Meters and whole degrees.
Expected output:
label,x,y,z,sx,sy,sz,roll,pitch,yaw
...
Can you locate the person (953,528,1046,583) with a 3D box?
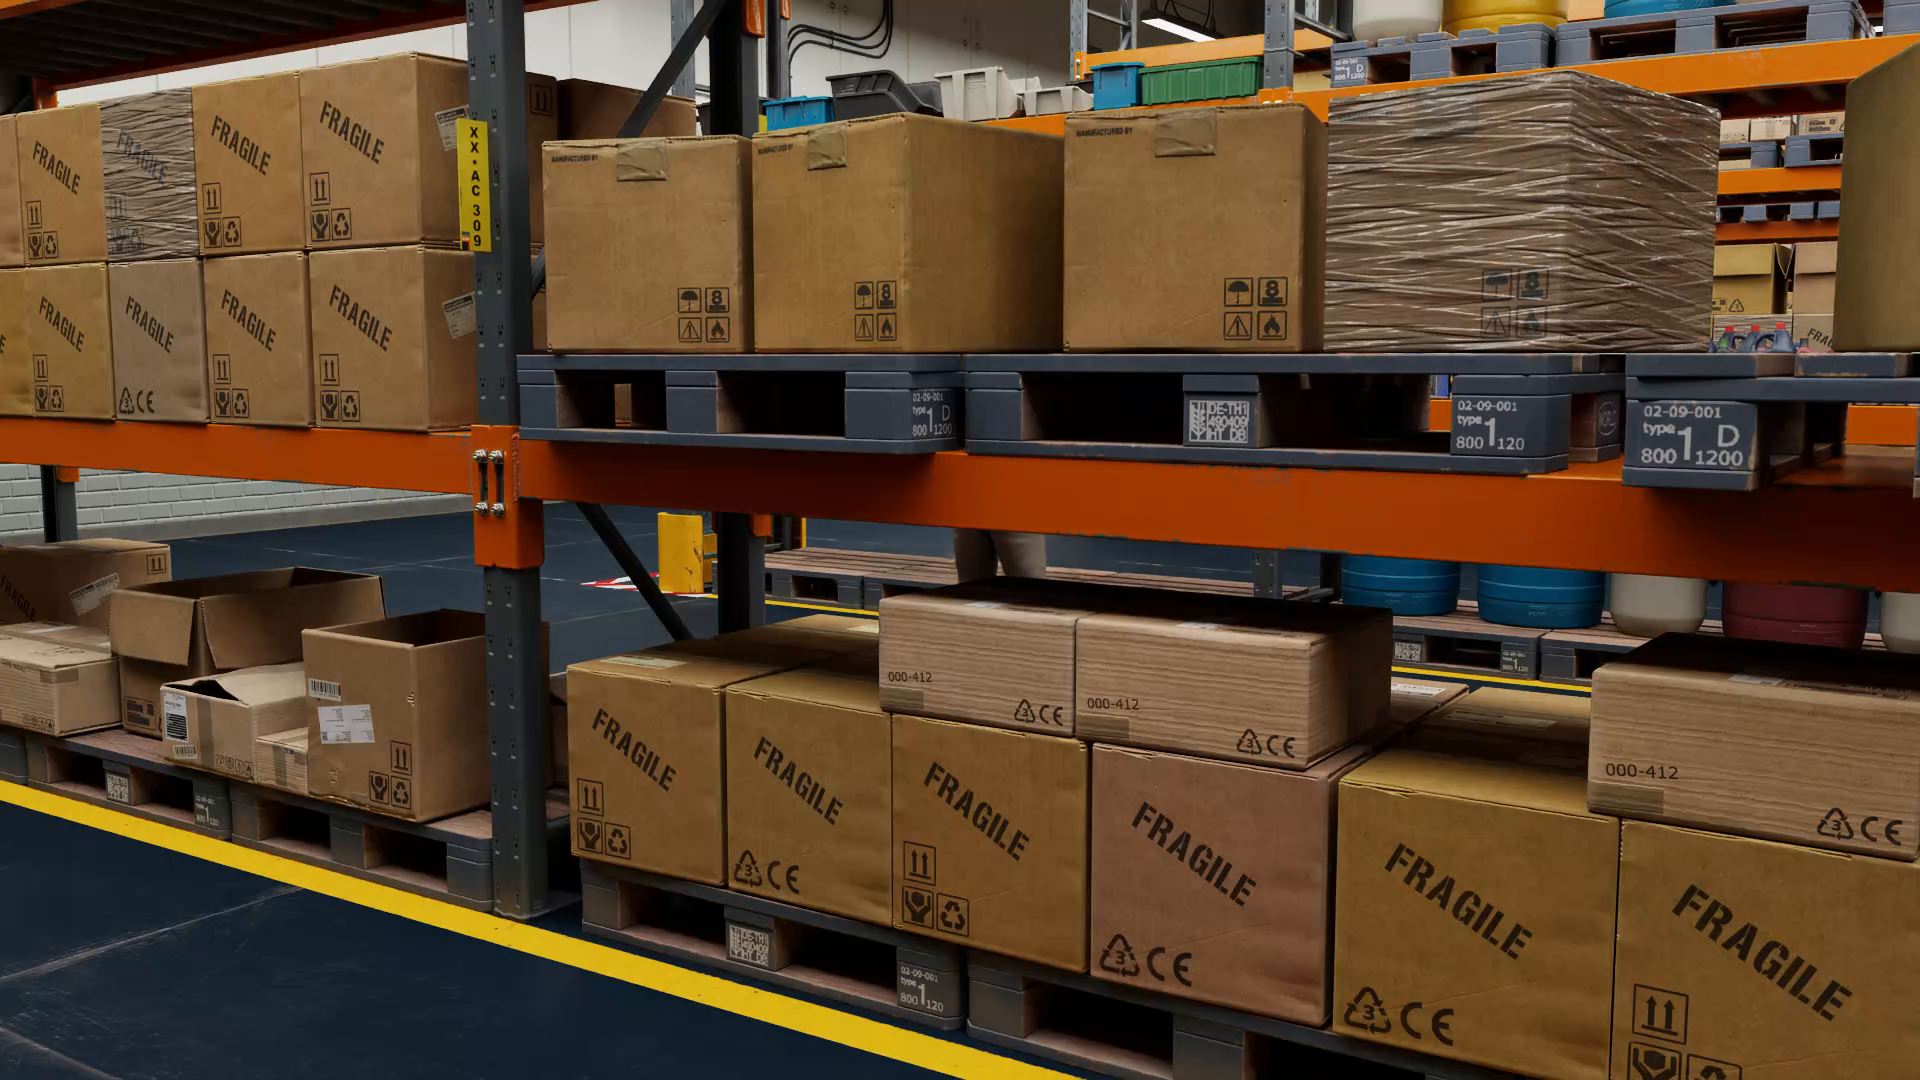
label,x,y,z,sx,sy,sz,roll,pitch,yaw
person,0.207,-0.155,7.328,0.494,1.715,0.536,4,8,35
